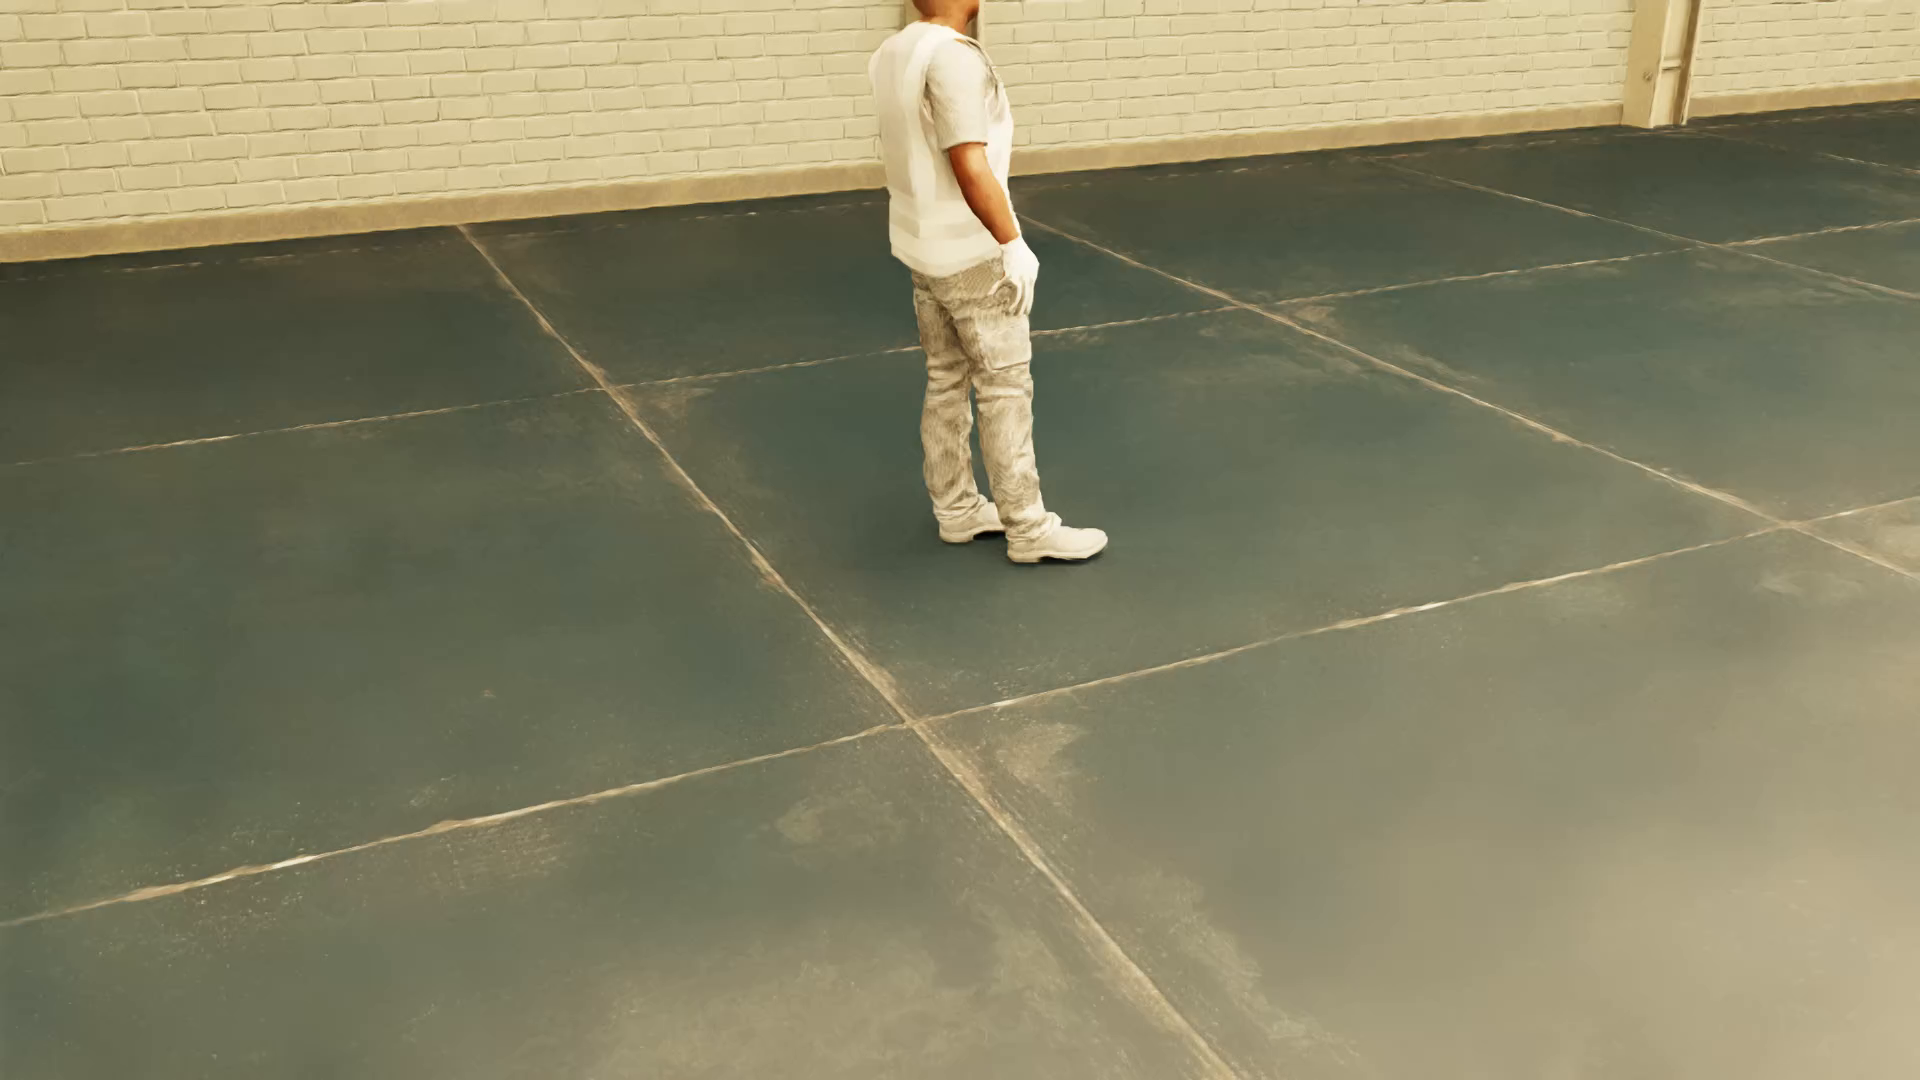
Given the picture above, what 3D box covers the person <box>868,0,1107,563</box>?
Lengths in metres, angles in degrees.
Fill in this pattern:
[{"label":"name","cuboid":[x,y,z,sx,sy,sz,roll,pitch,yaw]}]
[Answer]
[{"label":"person","cuboid":[0.069,-0.839,4.784,0.576,1.782,0.655,-10,25,-23]}]
